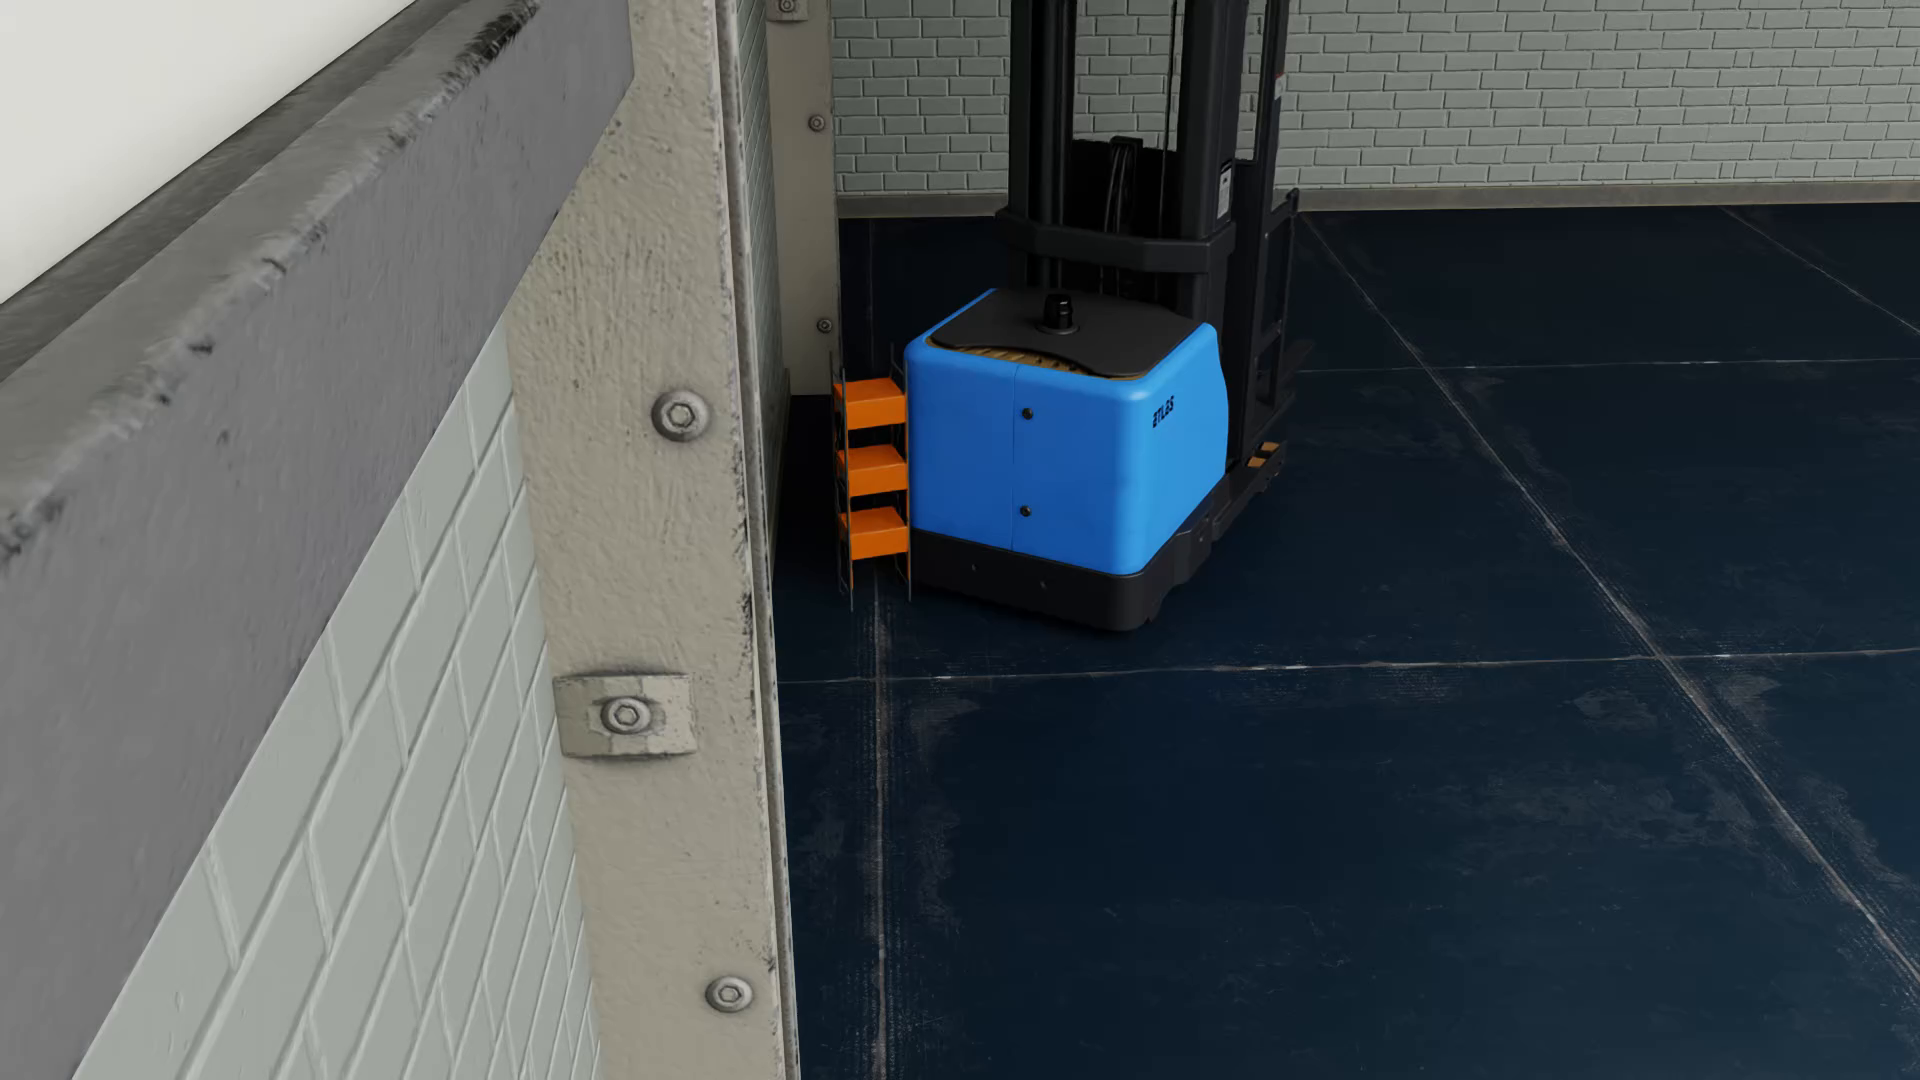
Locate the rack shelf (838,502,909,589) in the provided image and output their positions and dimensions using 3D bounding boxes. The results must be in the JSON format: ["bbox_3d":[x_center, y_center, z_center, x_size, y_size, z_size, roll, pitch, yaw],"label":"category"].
[{"bbox_3d":[-0.350,0.020,6.700,0.240,0.259,0.215,-9,29,-17],"label":"rack shelf"}]

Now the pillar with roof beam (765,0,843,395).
[{"bbox_3d":[3.519,-4.948,7.006,9.100,9.000,0.400,-1,28,-3],"label":"pillar with roof beam"}]

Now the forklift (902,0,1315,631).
[{"bbox_3d":[0.884,-1.600,7.148,1.130,2.935,3.031,13,30,24],"label":"forklift"}]

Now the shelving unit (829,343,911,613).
[{"bbox_3d":[-0.350,-0.236,6.567,0.252,1.050,0.215,-9,29,-17],"label":"shelving unit"}]

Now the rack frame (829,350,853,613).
[{"bbox_3d":[-0.466,-0.218,6.532,0.008,1.050,0.200,-9,29,-17],"label":"rack frame"}]

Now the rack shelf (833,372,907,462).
[{"bbox_3d":[-0.350,-0.478,6.441,0.240,0.259,0.215,-9,29,-17],"label":"rack shelf"}]

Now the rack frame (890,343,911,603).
[{"bbox_3d":[-0.235,-0.254,6.602,0.008,1.050,0.200,-9,29,-17],"label":"rack frame"}]

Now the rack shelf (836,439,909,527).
[{"bbox_3d":[-0.350,-0.226,6.572,0.240,0.259,0.215,-9,29,-17],"label":"rack shelf"}]
